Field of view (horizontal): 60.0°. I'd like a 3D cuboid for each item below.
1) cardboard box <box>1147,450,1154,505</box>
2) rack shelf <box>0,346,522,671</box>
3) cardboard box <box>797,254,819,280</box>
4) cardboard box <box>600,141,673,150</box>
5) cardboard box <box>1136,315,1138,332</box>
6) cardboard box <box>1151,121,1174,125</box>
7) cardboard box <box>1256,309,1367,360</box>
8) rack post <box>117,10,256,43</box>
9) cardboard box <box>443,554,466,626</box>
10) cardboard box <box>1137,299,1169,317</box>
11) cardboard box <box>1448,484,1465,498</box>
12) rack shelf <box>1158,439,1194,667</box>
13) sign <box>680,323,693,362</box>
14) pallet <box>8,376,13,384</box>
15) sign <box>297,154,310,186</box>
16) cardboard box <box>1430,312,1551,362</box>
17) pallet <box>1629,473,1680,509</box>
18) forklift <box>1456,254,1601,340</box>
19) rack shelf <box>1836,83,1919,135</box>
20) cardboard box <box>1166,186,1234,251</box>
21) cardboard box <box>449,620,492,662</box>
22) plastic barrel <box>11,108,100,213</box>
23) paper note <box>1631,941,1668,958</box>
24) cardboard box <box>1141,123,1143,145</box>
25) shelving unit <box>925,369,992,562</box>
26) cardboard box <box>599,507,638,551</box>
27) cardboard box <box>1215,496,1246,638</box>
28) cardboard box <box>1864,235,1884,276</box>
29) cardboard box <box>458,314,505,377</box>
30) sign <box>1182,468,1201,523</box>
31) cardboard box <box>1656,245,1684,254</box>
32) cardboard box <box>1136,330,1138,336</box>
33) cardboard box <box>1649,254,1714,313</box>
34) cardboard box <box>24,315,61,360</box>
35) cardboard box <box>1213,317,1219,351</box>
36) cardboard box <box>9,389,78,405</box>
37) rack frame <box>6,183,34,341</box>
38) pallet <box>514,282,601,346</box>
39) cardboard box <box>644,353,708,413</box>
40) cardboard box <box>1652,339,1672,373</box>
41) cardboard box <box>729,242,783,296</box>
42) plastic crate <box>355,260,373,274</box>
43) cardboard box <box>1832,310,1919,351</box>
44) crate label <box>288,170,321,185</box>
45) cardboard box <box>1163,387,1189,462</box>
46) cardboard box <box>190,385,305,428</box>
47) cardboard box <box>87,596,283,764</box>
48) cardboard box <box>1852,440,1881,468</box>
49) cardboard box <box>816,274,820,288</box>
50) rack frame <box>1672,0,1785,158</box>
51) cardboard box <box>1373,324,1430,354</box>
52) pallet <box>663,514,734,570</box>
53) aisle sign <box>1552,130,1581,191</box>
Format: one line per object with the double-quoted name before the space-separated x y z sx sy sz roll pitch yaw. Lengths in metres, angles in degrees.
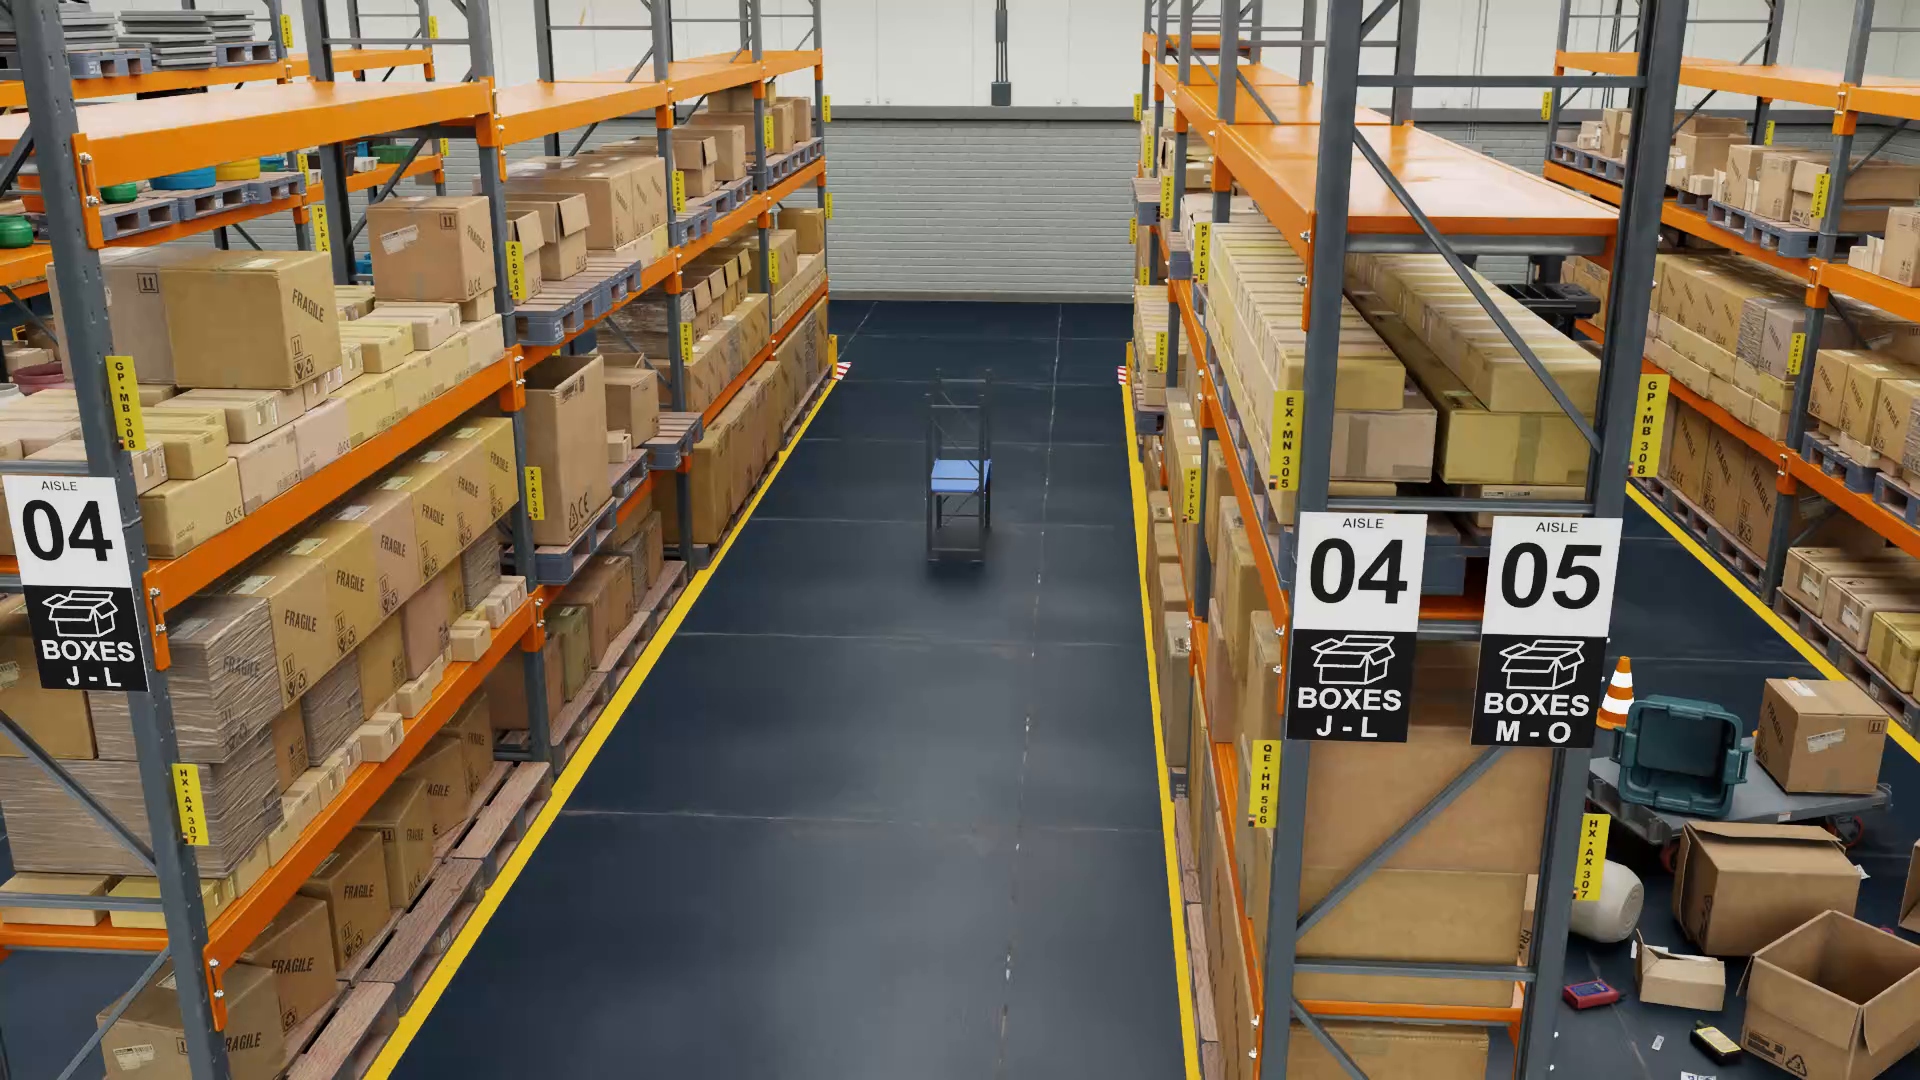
"cardboard box" 2.002 -0.522 15.366 0.500 0.500 0.500 0 18 1
"rack shelf" -3.217 -0.336 7.798 1.077 0.370 4.000 1 18 4
"cardboard box" -2.021 -3.357 20.441 0.500 0.250 0.500 1 18 3
"cardboard box" -2.841 -3.250 14.699 0.500 0.500 0.500 2 18 7
"cardboard box" 1.900 -2.085 16.046 0.380 0.149 0.250 1 18 2
"cardboard box" 2.256 -4.425 17.918 0.380 0.149 0.250 1 18 2
"cardboard box" 1.320 -0.771 6.258 0.380 0.149 0.250 2 18 5
"rack post" -7.532 -5.023 16.250 0.937 0.300 0.954 1 18 3
"cardboard box" -3.239 0.230 9.093 0.875 0.500 0.500 1 18 4
"cardboard box" 1.897 -2.224 15.993 0.380 0.149 0.250 1 18 3
"cardboard box" 1.941 -0.221 5.859 0.380 0.149 0.250 1 18 4
"rack shelf" 2.010 -0.011 11.622 1.077 0.370 4.000 1 18 4
"sign" -2.245 -1.620 13.644 0.100 0.325 0.005 1 18 4
"pallet" -12.246 -1.849 20.554 1.003 0.211 1.213 1 18 4
"sign" -6.892 -3.886 17.461 0.100 0.325 0.005 1 18 4
"cardboard box" 1.977 -0.754 6.205 0.380 0.149 0.250 1 18 4
"pallet" 7.404 -0.571 16.654 1.003 0.211 1.213 1 18 4
"forklift" 4.506 -1.052 13.753 1.130 2.935 3.031 2 18 5
"rack shelf" 6.954 -2.593 10.509 1.077 0.370 4.000 1 18 4
"cardboard box" 1.940 -2.630 13.482 0.500 0.500 0.500 1 18 4
"cardboard box" -2.808 0.553 9.150 0.380 0.149 0.250 1 18 4
"plastic barrel" -7.684 -3.232 14.116 0.600 0.830 0.708 1 18 4
"paper note" 3.594 2.145 8.666 0.172 0.023 0.155 8 20 23
"cardboard box" 2.399 -4.758 19.574 0.500 0.250 0.500 1 18 3
"shelving unit" -0.006 -0.686 14.936 0.538 1.500 1.048 1 18 4
"cardboard box" -2.833 -0.120 12.903 0.500 0.250 0.500 3 18 10
"cardboard box" 1.706 0.135 8.044 0.875 0.550 0.550 1 18 4
"cardboard box" 6.887 -2.083 12.190 0.396 0.266 0.258 1 18 4
"cardboard box" -2.846 -1.081 9.155 0.500 0.250 0.500 2 18 6
"sign" 1.324 -0.254 9.475 0.100 0.325 0.005 1 18 4
"cardboard box" 7.143 -2.813 17.251 0.500 0.500 0.500 1 18 3
"cardboard box" 1.898 -1.943 16.091 0.380 0.149 0.250 1 18 4
"cardboard box" 7.066 -2.530 16.387 0.500 0.500 0.500 1 18 5
"cardboard box" -11.887 -2.670 21.889 0.500 0.500 0.500 1 18 4
"cardboard box" 1.465 -1.022 8.302 0.380 0.149 0.250 1 18 4
"cardboard box" -3.612 -0.513 6.781 0.380 0.149 0.250 1 18 4
"rack frame" -12.094 -3.823 22.101 1.000 3.000 0.127 1 18 4
"pallet" -2.923 -1.400 10.188 1.213 0.211 1.003 1 18 4
"cardboard box" -2.481 -1.309 14.266 0.500 0.500 0.500 2 18 6
"cardboard box" 7.054 -1.775 16.090 0.500 0.250 0.500 1 18 3
"cardboard box" -2.211 -2.928 17.928 0.500 0.500 0.500 1 18 4
"plastic crate" -7.547 -3.387 20.941 0.416 0.233 0.300 1 18 4
"cardboard box" 7.377 -1.566 13.444 0.500 0.500 0.500 1 18 2
"crate label" -7.117 -3.915 17.987 0.293 0.136 0.466 1 18 4
"cardboard box" 1.851 -0.888 12.983 0.500 0.500 0.500 1 18 5
"cardboard box" -2.988 -0.574 6.967 0.380 0.149 0.250 1 18 4
"cardboard box" -3.049 0.539 6.542 0.500 0.500 0.500 1 18 4
"cardboard box" 6.729 -0.623 12.062 0.380 0.149 0.250 1 18 4
"cardboard box" -1.947 -3.205 20.616 0.380 0.149 0.250 1 18 4
"rack frame" 7.384 -4.988 16.022 1.000 3.000 0.127 1 18 4
"cardboard box" 1.941 -0.691 6.652 0.500 0.250 0.500 1 18 3
"pallet" -2.655 -0.034 15.016 1.003 0.211 1.213 1 18 4
"aisle sign" 7.387 -4.644 20.431 0.394 0.787 0.004 1 18 4
